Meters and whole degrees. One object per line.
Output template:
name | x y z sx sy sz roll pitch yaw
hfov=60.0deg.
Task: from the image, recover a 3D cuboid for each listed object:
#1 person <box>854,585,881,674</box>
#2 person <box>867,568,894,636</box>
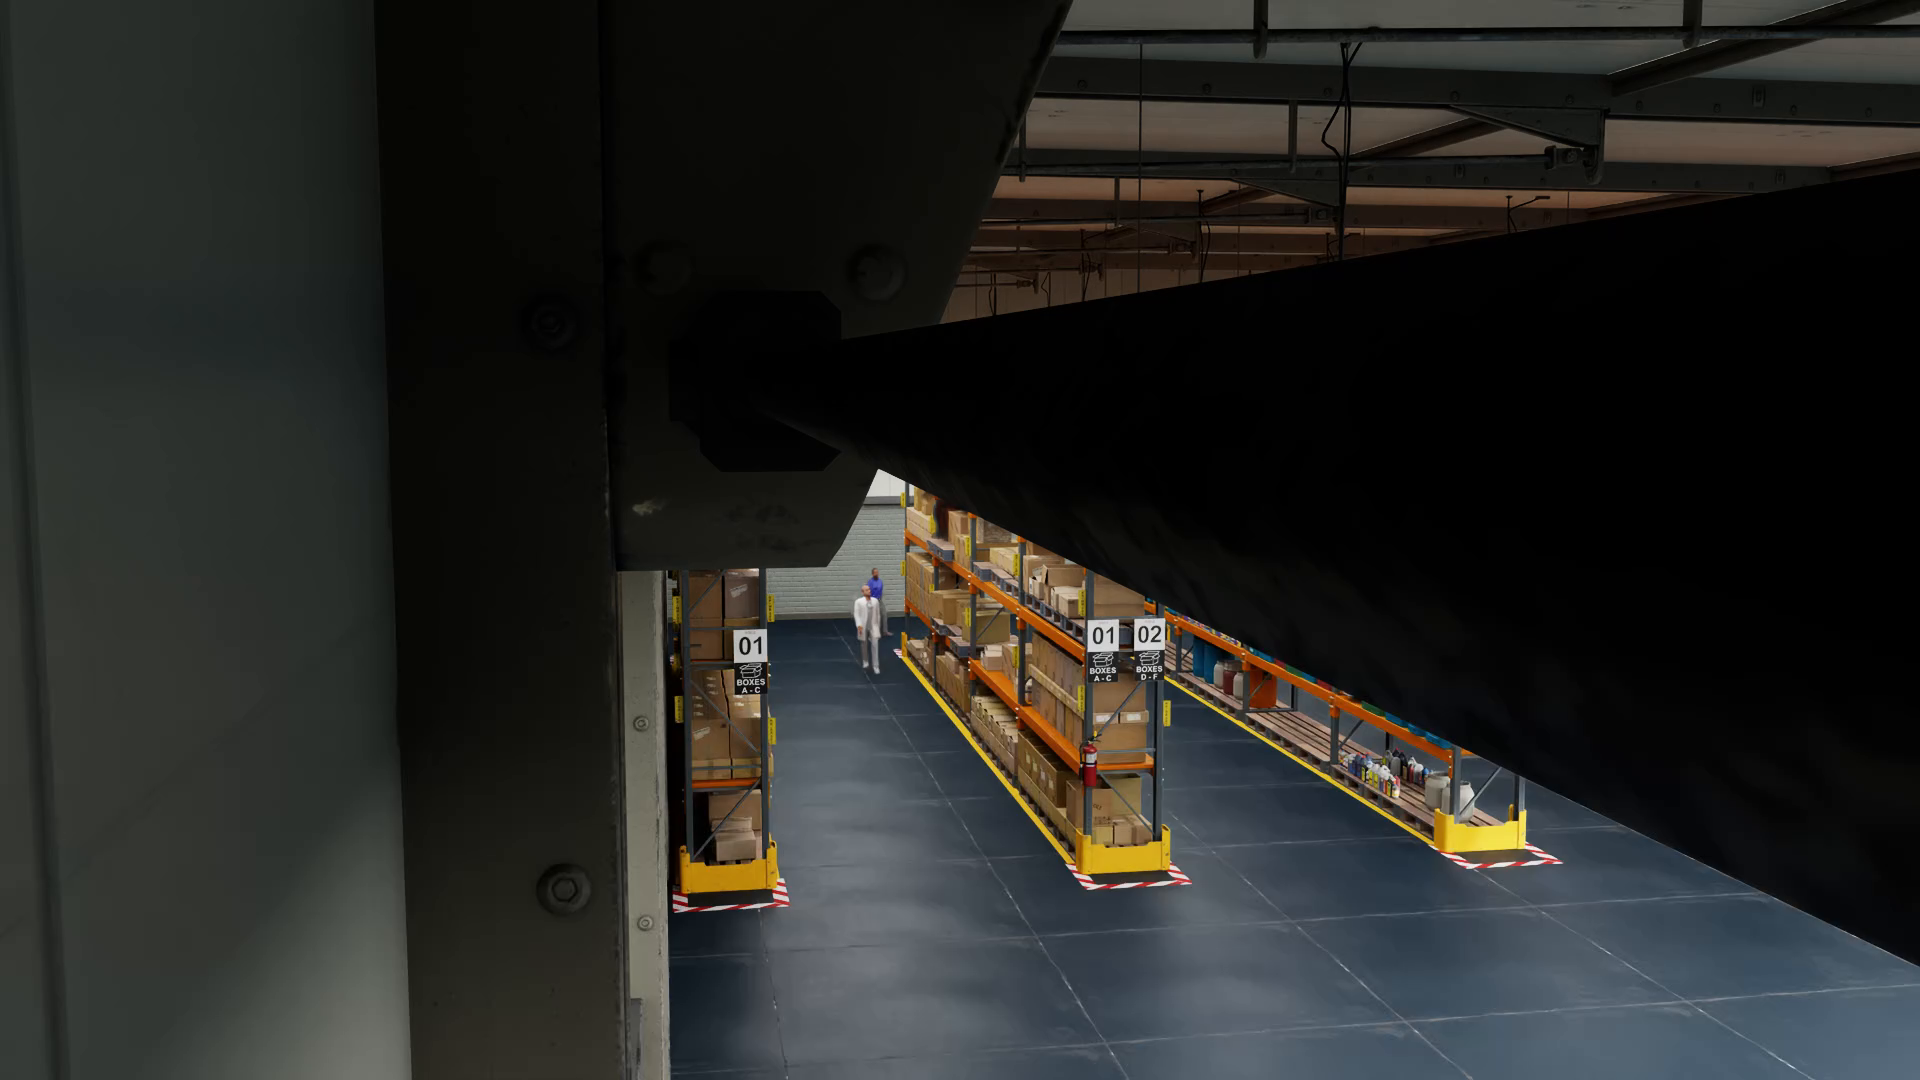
person | -1.878 1.801 33.944 0.566 1.736 1.014 -1 6 -8
person | -1.991 1.465 39.240 0.979 1.608 0.522 5 8 40
